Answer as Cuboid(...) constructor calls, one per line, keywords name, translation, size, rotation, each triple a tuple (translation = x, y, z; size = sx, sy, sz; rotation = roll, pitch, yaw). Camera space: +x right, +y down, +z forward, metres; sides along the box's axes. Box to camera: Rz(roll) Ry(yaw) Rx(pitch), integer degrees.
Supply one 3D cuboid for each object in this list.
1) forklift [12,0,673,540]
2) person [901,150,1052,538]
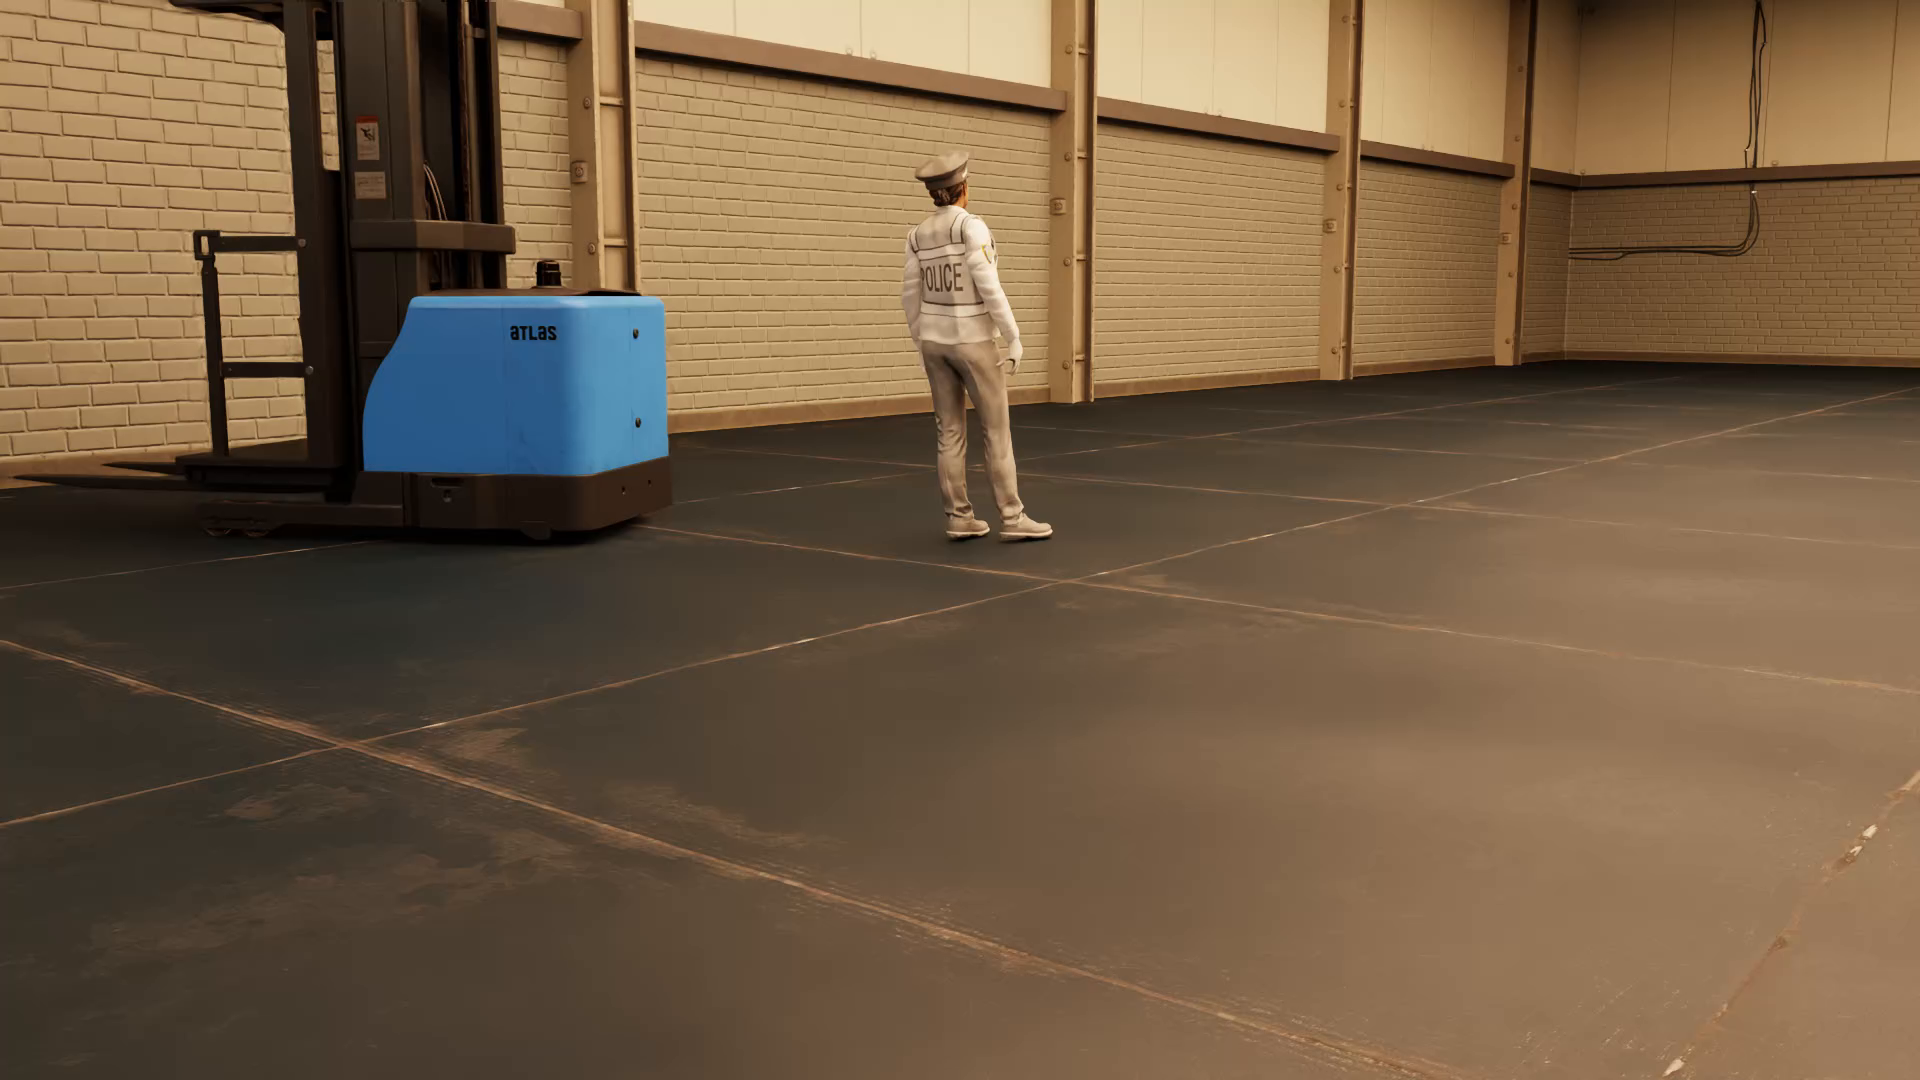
Cuboid(name="forklift", translation=(-2.967, -1.532, 7.754), size=(3.031, 2.935, 1.130), rotation=(2, 9, 12))
Cuboid(name="person", translation=(0.049, -0.853, 7.331), size=(0.587, 1.694, 0.529), rotation=(7, 11, 38))
